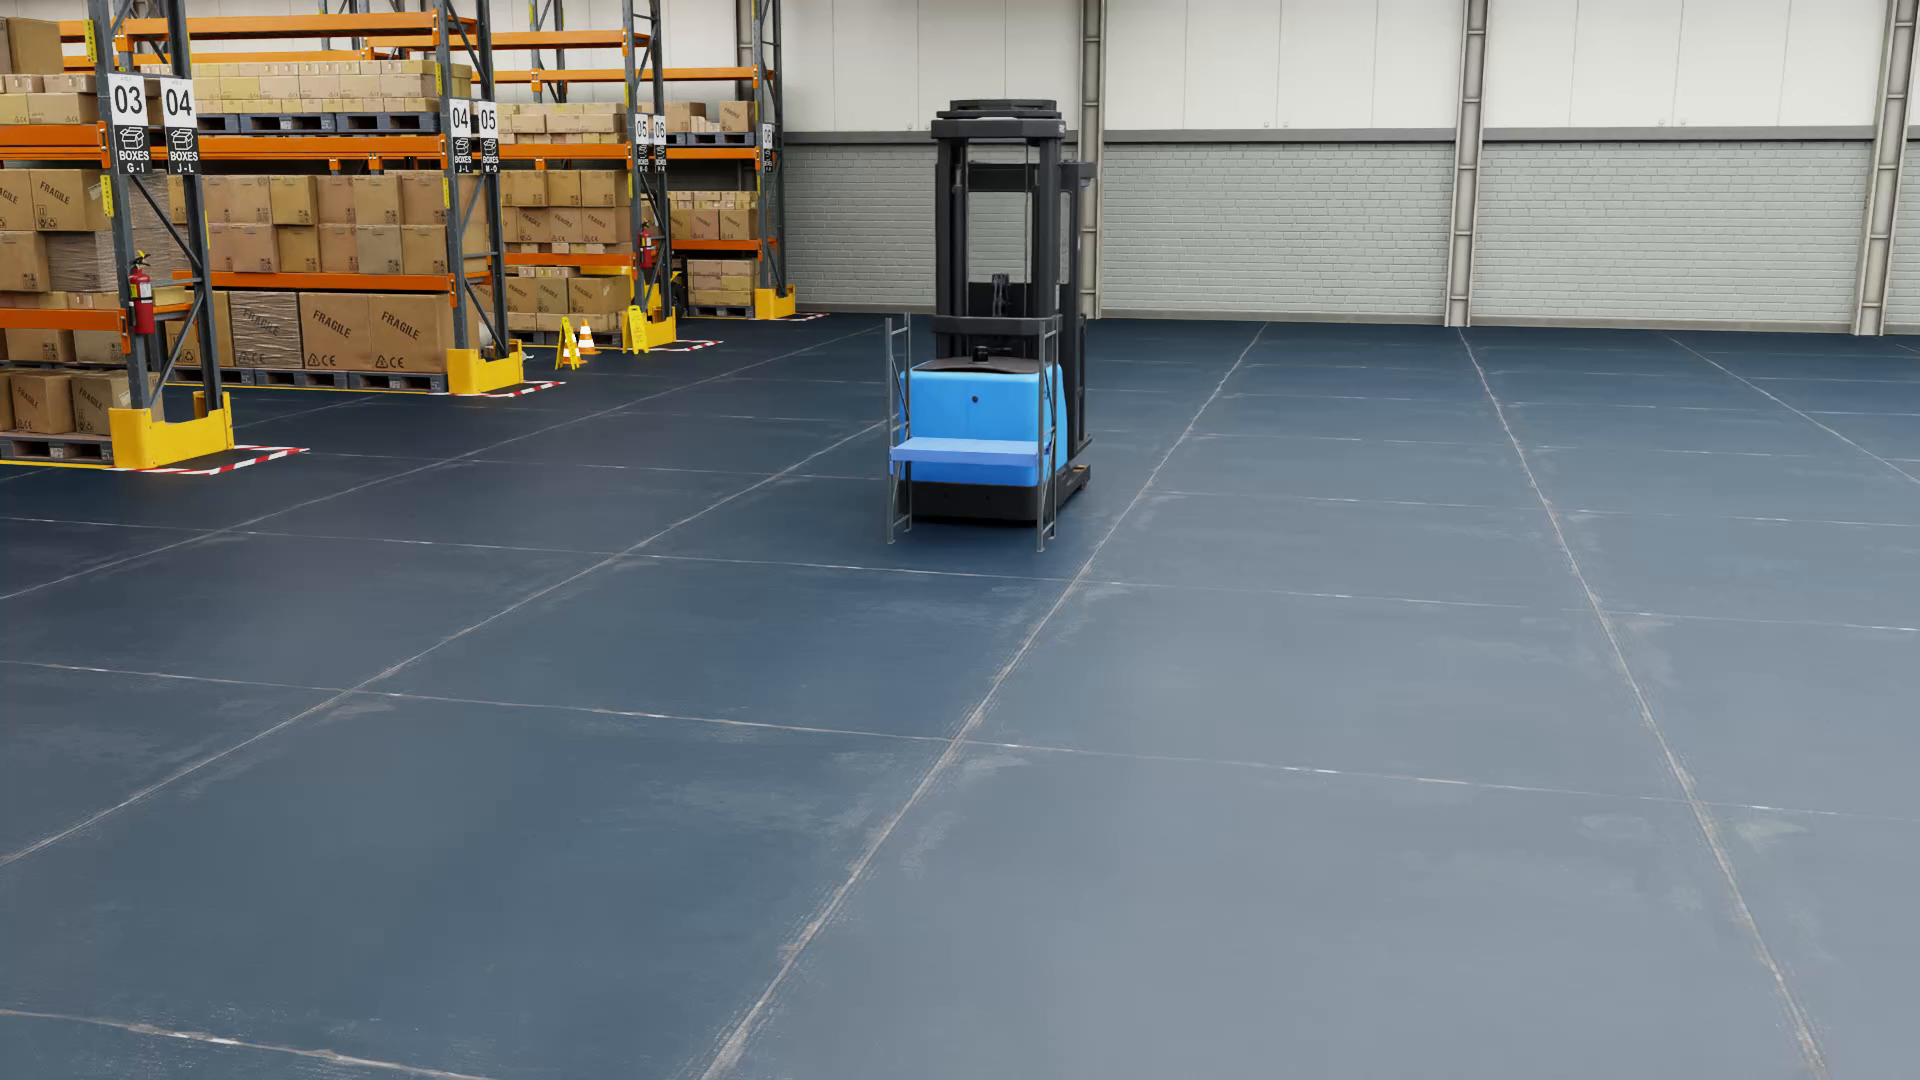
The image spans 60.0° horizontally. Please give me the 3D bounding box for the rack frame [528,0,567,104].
[{"bbox_3d":[-7.074,-8.446,28.526,0.127,3.000,1.000,3,13,14],"label":"rack frame"}]

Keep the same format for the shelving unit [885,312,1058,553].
[{"bbox_3d":[0.083,-0.728,11.051,1.048,1.500,0.538,3,13,14],"label":"shelving unit"}]

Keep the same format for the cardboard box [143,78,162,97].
[{"bbox_3d":[-6.963,-3.830,14.073,0.250,0.149,0.380,3,13,13],"label":"cardboard box"}]

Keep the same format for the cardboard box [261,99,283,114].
[{"bbox_3d":[-7.599,-4.853,18.638,0.250,0.149,0.380,3,13,14],"label":"cardboard box"}]

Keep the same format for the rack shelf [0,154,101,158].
[{"bbox_3d":[-14.085,-5.898,25.627,4.000,0.370,1.077,3,13,14],"label":"rack shelf"}]

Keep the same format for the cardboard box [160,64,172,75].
[{"bbox_3d":[-8.827,-5.308,18.848,0.250,0.149,0.380,3,13,13],"label":"cardboard box"}]

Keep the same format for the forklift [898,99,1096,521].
[{"bbox_3d":[0.415,-1.836,12.741,1.130,2.935,3.031,3,13,14],"label":"forklift"}]

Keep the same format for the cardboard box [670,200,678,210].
[{"bbox_3d":[-4.846,-5.696,28.251,0.250,0.149,0.380,3,13,14],"label":"cardboard box"}]

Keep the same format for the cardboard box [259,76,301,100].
[{"bbox_3d":[-7.468,-5.055,18.626,0.500,0.250,0.500,3,13,14],"label":"cardboard box"}]

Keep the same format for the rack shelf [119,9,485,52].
[{"bbox_3d":[-7.406,-5.705,18.758,4.000,0.370,1.077,3,13,14],"label":"rack shelf"}]

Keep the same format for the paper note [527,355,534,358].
[{"bbox_3d":[-5.771,-2.447,22.190,0.142,0.019,0.148,-1,13,-6],"label":"paper note"}]

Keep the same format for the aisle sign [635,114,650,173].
[{"bbox_3d":[-4.386,-5.470,22.964,0.004,0.787,0.394,3,13,14],"label":"aisle sign"}]

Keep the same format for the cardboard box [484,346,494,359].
[{"bbox_3d":[-6.132,-2.517,22.235,0.250,0.149,0.380,12,17,43],"label":"cardboard box"}]

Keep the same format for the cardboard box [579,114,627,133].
[{"bbox_3d":[-4.938,-5.772,23.058,0.500,0.250,0.500,3,13,13],"label":"cardboard box"}]

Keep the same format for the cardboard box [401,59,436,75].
[{"bbox_3d":[-5.872,-5.150,18.136,0.250,0.149,0.380,3,13,14],"label":"cardboard box"}]

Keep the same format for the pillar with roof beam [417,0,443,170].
[{"bbox_3d":[-10.507,-7.870,25.930,0.400,9.000,9.100,3,13,14],"label":"pillar with roof beam"}]

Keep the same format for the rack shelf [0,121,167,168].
[{"bbox_3d":[-8.692,-3.399,14.362,4.000,0.370,1.077,3,13,14],"label":"rack shelf"}]

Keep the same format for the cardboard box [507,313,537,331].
[{"bbox_3d":[-6.236,-3.168,23.967,0.500,0.250,0.500,3,13,12],"label":"cardboard box"}]

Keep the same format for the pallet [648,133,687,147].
[{"bbox_3d":[-5.059,-6.836,28.398,1.213,0.211,1.003,3,13,14],"label":"pallet"}]

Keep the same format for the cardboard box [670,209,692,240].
[{"bbox_3d":[-4.730,-5.384,28.345,0.500,0.500,0.500,3,13,12],"label":"cardboard box"}]

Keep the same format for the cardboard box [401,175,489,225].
[{"bbox_3d":[-5.815,-3.847,18.809,0.550,0.550,0.875,3,13,14],"label":"cardboard box"}]

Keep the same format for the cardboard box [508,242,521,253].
[{"bbox_3d":[-6.270,-4.201,23.822,0.250,0.149,0.380,3,13,14],"label":"cardboard box"}]

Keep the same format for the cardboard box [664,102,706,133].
[{"bbox_3d":[-4.649,-7.122,28.055,0.500,0.500,0.700,3,13,14],"label":"cardboard box"}]

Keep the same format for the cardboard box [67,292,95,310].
[{"bbox_3d":[-7.319,-2.043,14.099,0.250,0.149,0.380,3,13,14],"label":"cardboard box"}]

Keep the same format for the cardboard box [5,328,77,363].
[{"bbox_3d":[-10.908,-2.598,20.242,0.750,0.750,1.050,3,13,14],"label":"cardboard box"}]

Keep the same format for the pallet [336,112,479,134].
[{"bbox_3d":[-6.187,-4.677,18.667,1.213,0.211,1.003,3,13,14],"label":"pallet"}]

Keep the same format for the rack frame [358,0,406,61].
[{"bbox_3d":[-8.260,-7.402,23.820,0.127,3.000,1.000,3,13,14],"label":"rack frame"}]

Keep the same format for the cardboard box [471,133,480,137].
[{"bbox_3d":[-6.785,-5.662,23.482,0.250,0.149,0.380,3,13,12],"label":"cardboard box"}]

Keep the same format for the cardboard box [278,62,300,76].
[{"bbox_3d":[-7.353,-5.230,18.493,0.250,0.149,0.380,3,13,14],"label":"cardboard box"}]

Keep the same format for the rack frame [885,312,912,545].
[{"bbox_3d":[-0.411,-0.754,11.170,0.032,1.500,0.500,3,13,14],"label":"rack frame"}]

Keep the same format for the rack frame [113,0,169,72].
[{"bbox_3d":[-9.348,-6.356,19.105,0.127,3.000,1.000,3,13,14],"label":"rack frame"}]

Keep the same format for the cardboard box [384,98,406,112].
[{"bbox_3d":[-6.113,-4.774,18.281,0.250,0.149,0.380,3,13,14],"label":"cardboard box"}]

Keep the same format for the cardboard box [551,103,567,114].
[{"bbox_3d":[-5.503,-6.007,23.197,0.250,0.149,0.380,3,13,14],"label":"cardboard box"}]

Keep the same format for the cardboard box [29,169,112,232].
[{"bbox_3d":[-7.344,-2.840,13.885,0.500,0.500,0.500,3,13,14],"label":"cardboard box"}]

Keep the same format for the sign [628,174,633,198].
[{"bbox_3d":[-4.529,-4.869,22.853,0.005,0.325,0.100,3,13,14],"label":"sign"}]

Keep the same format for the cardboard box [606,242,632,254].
[{"bbox_3d":[-4.791,-4.117,23.446,0.250,0.149,0.380,4,13,15],"label":"cardboard box"}]

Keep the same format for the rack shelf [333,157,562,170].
[{"bbox_3d":[-9.016,-6.734,29.396,4.000,0.370,1.077,3,13,14],"label":"rack shelf"}]

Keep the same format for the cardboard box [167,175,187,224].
[{"bbox_3d":[-8.998,-4.001,19.503,0.550,0.550,0.875,3,13,14],"label":"cardboard box"}]

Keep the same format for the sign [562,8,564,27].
[{"bbox_3d":[-6.917,-9.095,28.928,0.005,0.325,0.100,3,13,14],"label":"sign"}]

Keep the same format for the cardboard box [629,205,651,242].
[{"bbox_3d":[-4.770,-4.542,23.865,0.500,0.500,0.500,3,13,13],"label":"cardboard box"}]

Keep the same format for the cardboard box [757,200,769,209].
[{"bbox_3d":[-3.458,-5.747,28.484,0.250,0.149,0.380,3,13,12],"label":"cardboard box"}]

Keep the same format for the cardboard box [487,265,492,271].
[{"bbox_3d":[-6.883,-3.872,23.912,0.250,0.149,0.380,4,13,17],"label":"cardboard box"}]

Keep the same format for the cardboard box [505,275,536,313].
[{"bbox_3d":[-6.212,-3.535,23.889,0.500,0.500,0.500,3,13,12],"label":"cardboard box"}]

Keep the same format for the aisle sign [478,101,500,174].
[{"bbox_3d":[-5.323,-4.548,18.805,0.004,0.787,0.394,3,13,14],"label":"aisle sign"}]

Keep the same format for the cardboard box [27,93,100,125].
[{"bbox_3d":[-7.280,-3.544,13.705,0.500,0.250,0.500,3,13,15],"label":"cardboard box"}]

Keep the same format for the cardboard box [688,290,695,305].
[{"bbox_3d":[-4.687,-4.186,28.554,0.500,0.250,0.500,3,13,14],"label":"cardboard box"}]

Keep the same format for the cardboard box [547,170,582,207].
[{"bbox_3d":[-5.414,-4.956,23.421,0.500,0.500,0.700,3,13,14],"label":"cardboard box"}]

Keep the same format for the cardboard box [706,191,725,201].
[{"bbox_3d":[-4.096,-5.809,28.075,0.250,0.149,0.380,3,13,15],"label":"cardboard box"}]

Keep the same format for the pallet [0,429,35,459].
[{"bbox_3d":[-8.785,-0.938,14.972,1.213,0.211,1.003,3,13,14],"label":"pallet"}]

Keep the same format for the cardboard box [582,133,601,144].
[{"bbox_3d":[-5.039,-5.573,23.082,0.250,0.149,0.380,3,13,14],"label":"cardboard box"}]

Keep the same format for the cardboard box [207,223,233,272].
[{"bbox_3d":[-8.447,-3.460,19.556,0.550,0.550,0.875,3,13,14],"label":"cardboard box"}]

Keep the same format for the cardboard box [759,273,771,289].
[{"bbox_3d":[-3.597,-4.484,28.745,0.500,0.250,0.500,3,13,15],"label":"cardboard box"}]

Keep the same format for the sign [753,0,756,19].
[{"bbox_3d":[-3.334,-8.620,26.970,0.005,0.325,0.100,3,13,14],"label":"sign"}]
